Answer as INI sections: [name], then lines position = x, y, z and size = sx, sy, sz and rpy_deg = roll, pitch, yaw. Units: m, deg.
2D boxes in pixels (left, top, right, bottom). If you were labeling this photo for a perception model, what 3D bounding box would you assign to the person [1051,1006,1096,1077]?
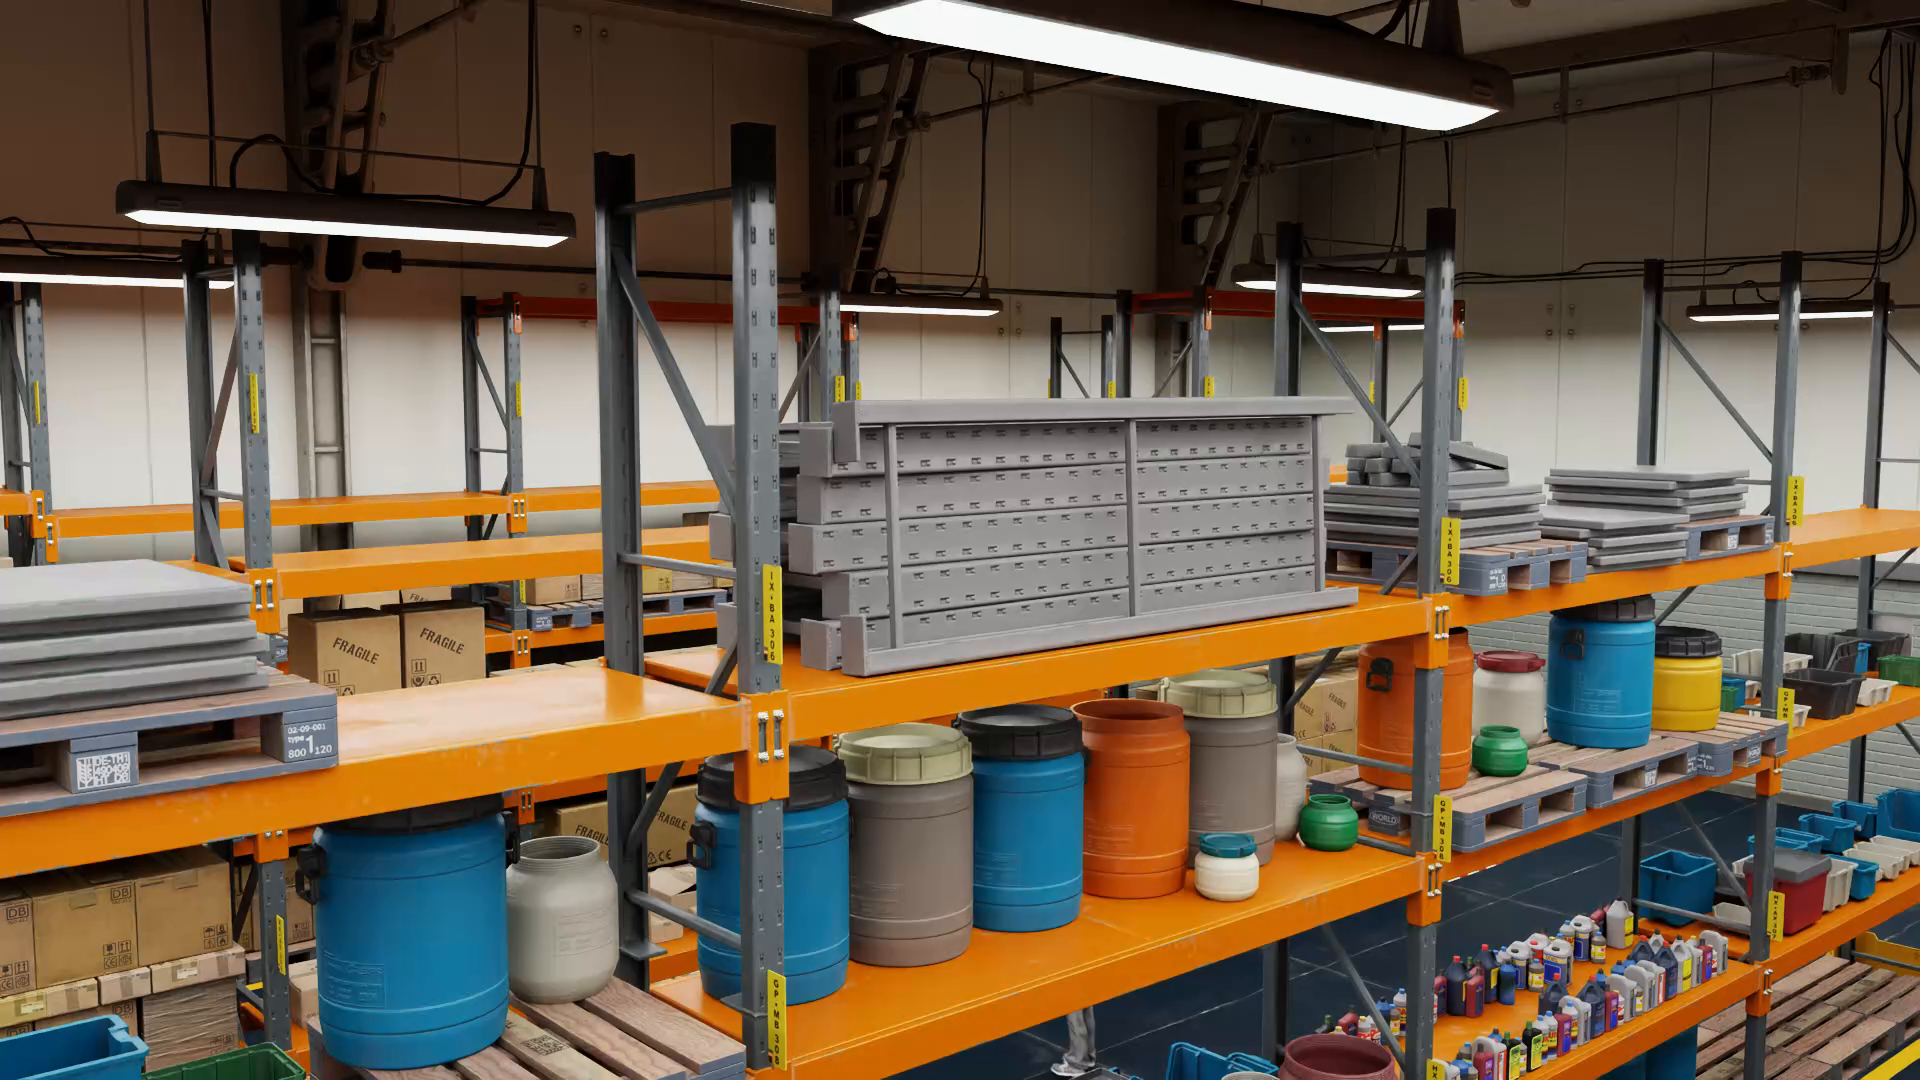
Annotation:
[person]
position = 0.869, 3.187, 12.406
size = 0.361, 1.599, 0.480
rpy_deg = 4, 7, 38
